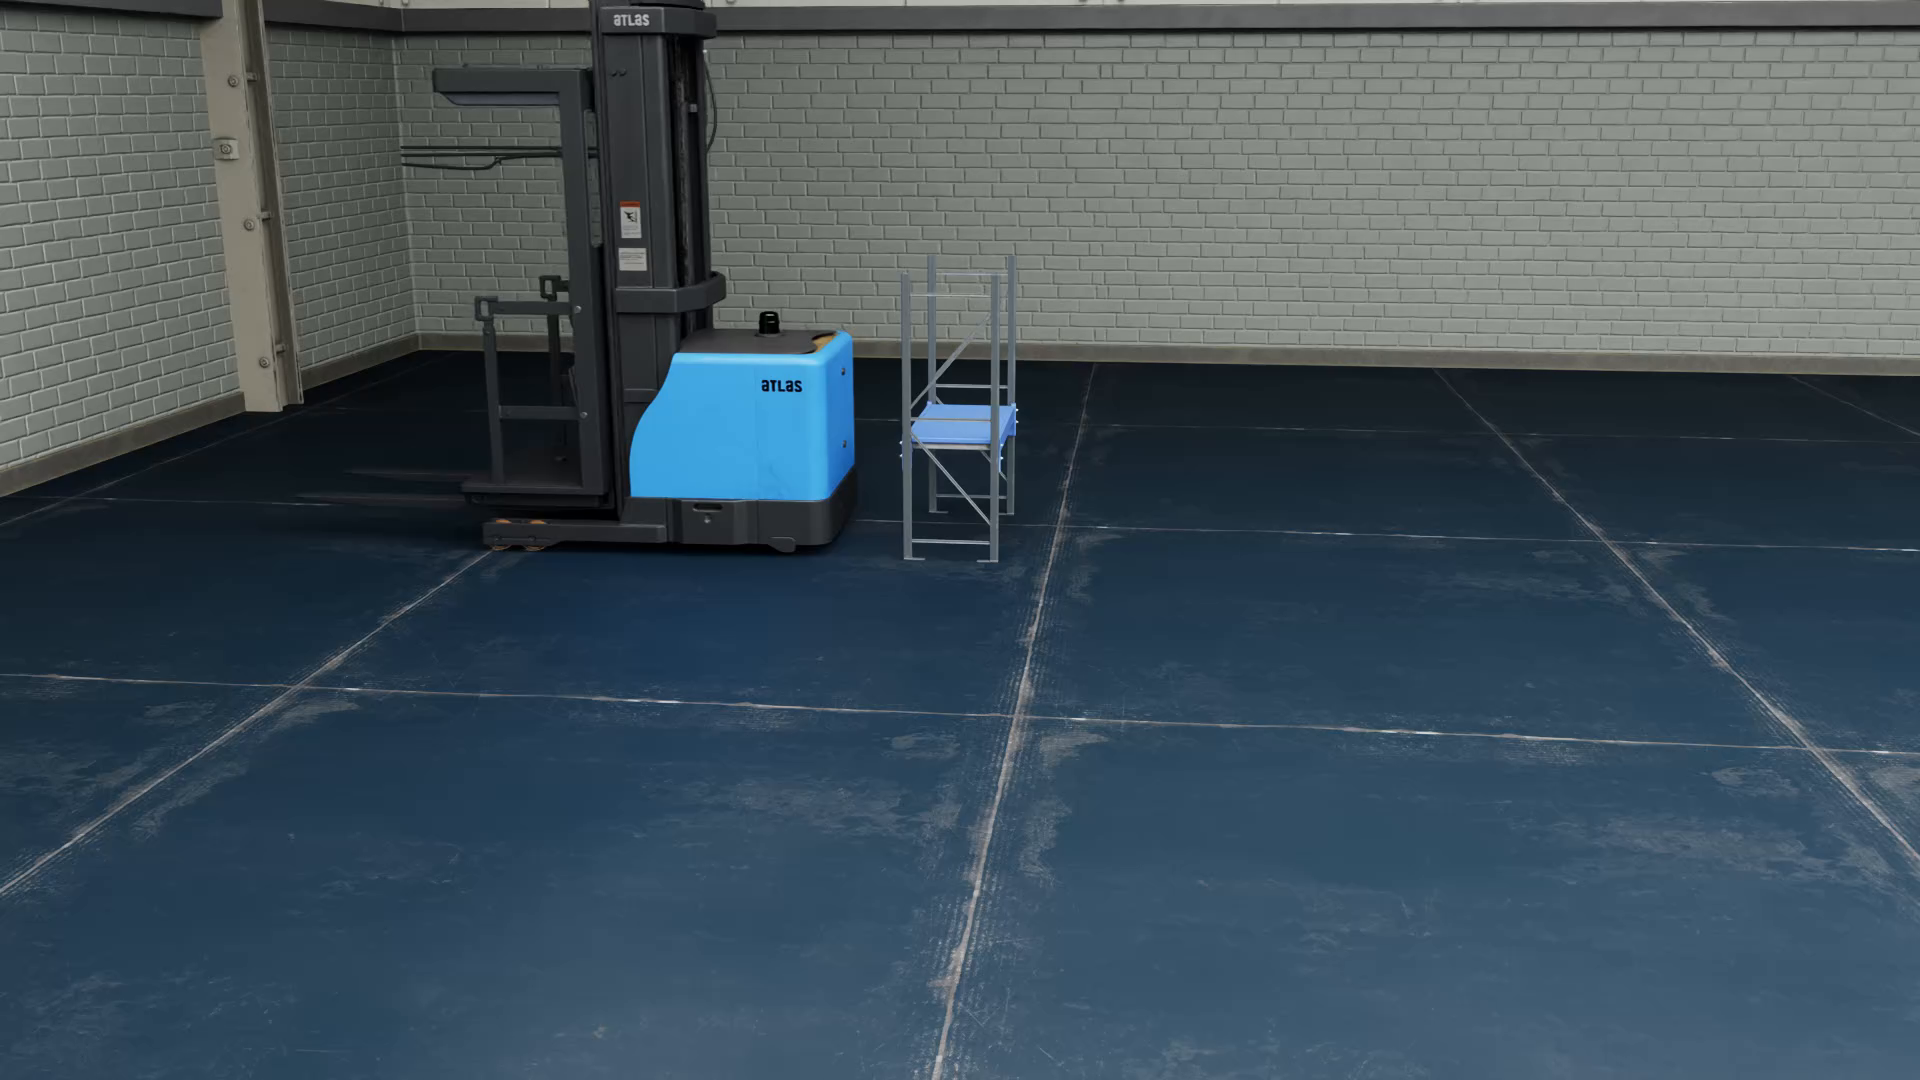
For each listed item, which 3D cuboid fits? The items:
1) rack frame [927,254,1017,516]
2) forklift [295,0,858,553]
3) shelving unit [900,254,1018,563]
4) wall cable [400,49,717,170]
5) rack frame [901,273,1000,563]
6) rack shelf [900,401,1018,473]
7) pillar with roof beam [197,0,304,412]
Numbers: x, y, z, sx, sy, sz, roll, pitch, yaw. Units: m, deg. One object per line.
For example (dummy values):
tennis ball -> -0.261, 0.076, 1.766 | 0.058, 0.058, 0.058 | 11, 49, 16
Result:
rack frame -> 0.067, -0.878, 9.536 | 0.500, 1.500, 0.032 | 2, 15, 6
forklift -> -2.146, -1.488, 9.051 | 3.031, 2.935, 1.130 | 1, 15, 5
shelving unit -> 0.010, -0.746, 9.048 | 0.538, 1.500, 1.048 | 2, 15, 6
wall cable -> -3.731, -4.614, 14.936 | 3.097, 2.526, 0.112 | 2, 15, 6
rack frame -> -0.048, -0.614, 8.561 | 0.500, 1.500, 0.032 | 2, 15, 6
rack shelf -> 0.010, -0.572, 9.095 | 0.538, 0.185, 1.000 | 2, 15, 6
pillar with roof beam -> -1.100, -5.261, 11.380 | 9.100, 9.000, 0.400 | 2, 15, 6
